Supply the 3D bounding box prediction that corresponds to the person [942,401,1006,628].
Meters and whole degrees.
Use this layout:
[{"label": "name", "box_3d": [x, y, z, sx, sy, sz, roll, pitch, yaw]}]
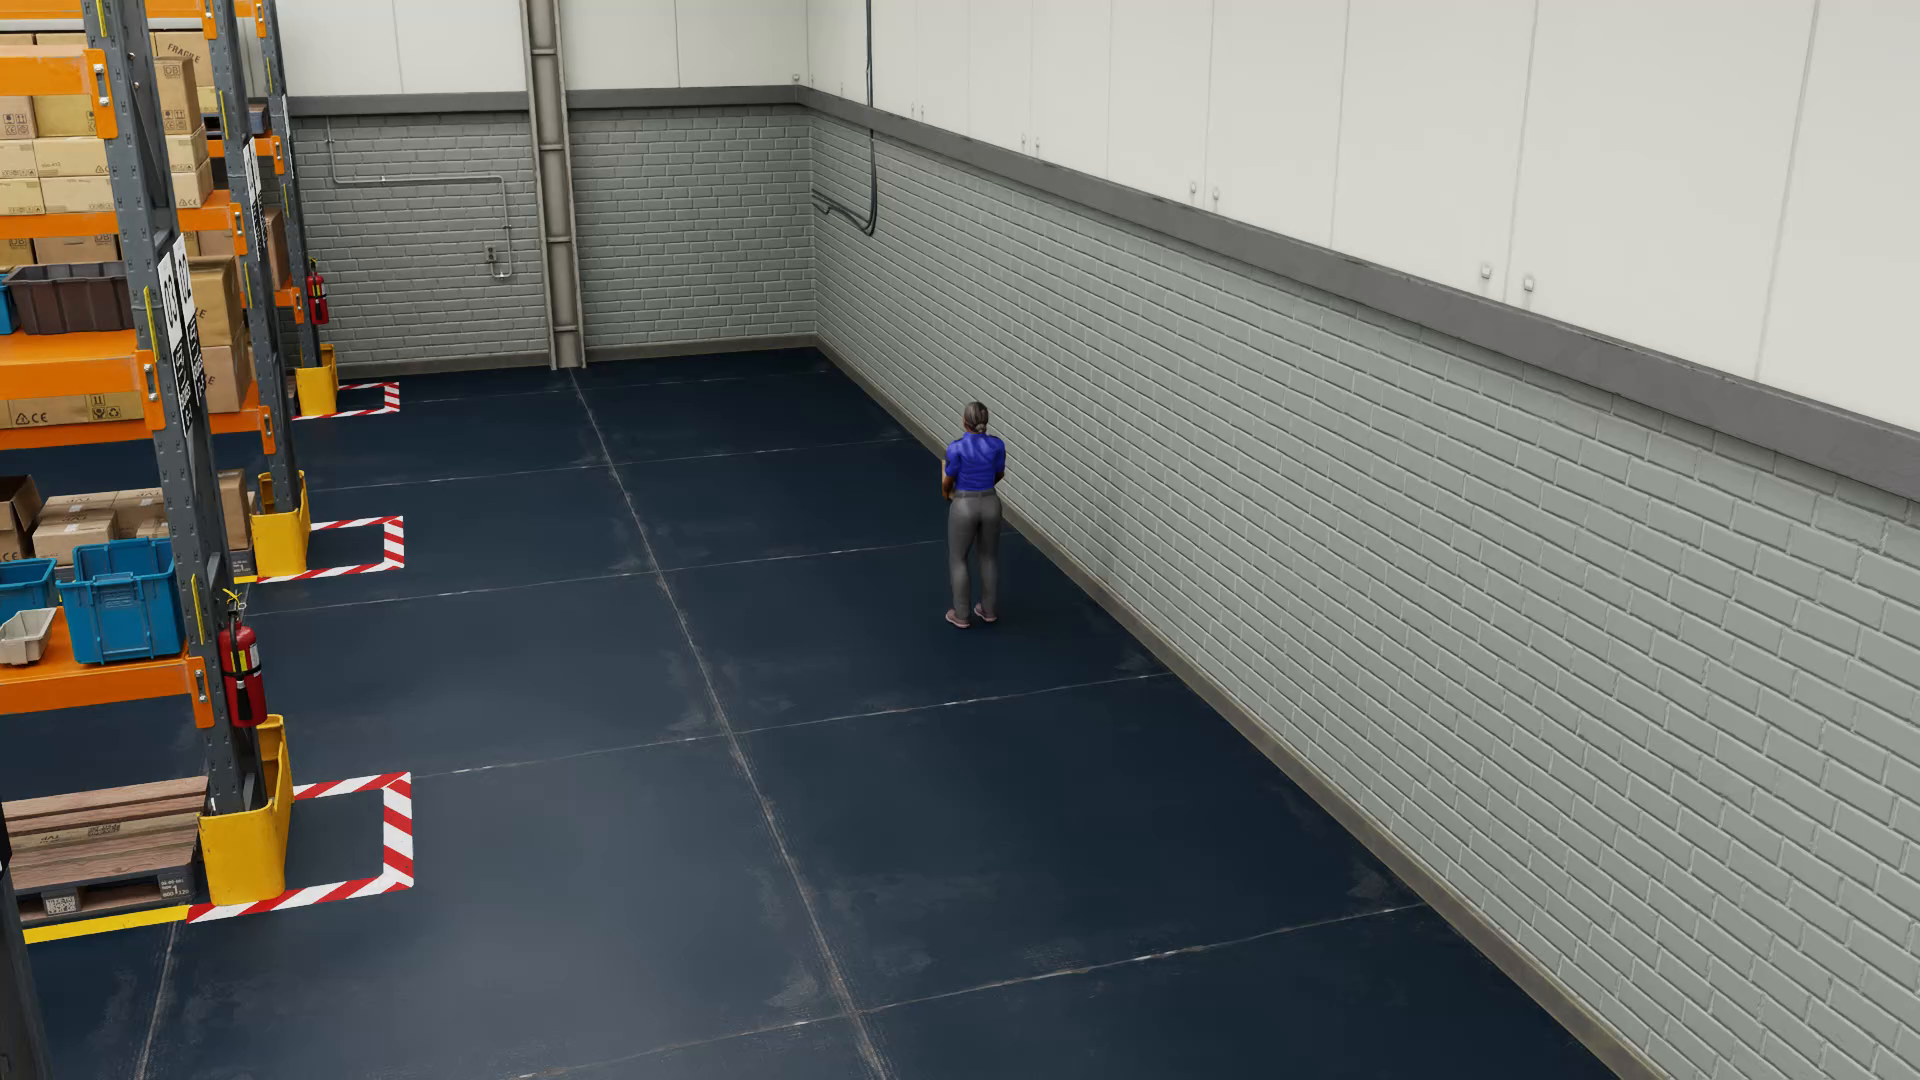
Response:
[{"label": "person", "box_3d": [0.082, -0.211, 11.690, 0.449, 1.645, 0.521, -6, 20, -17]}]
